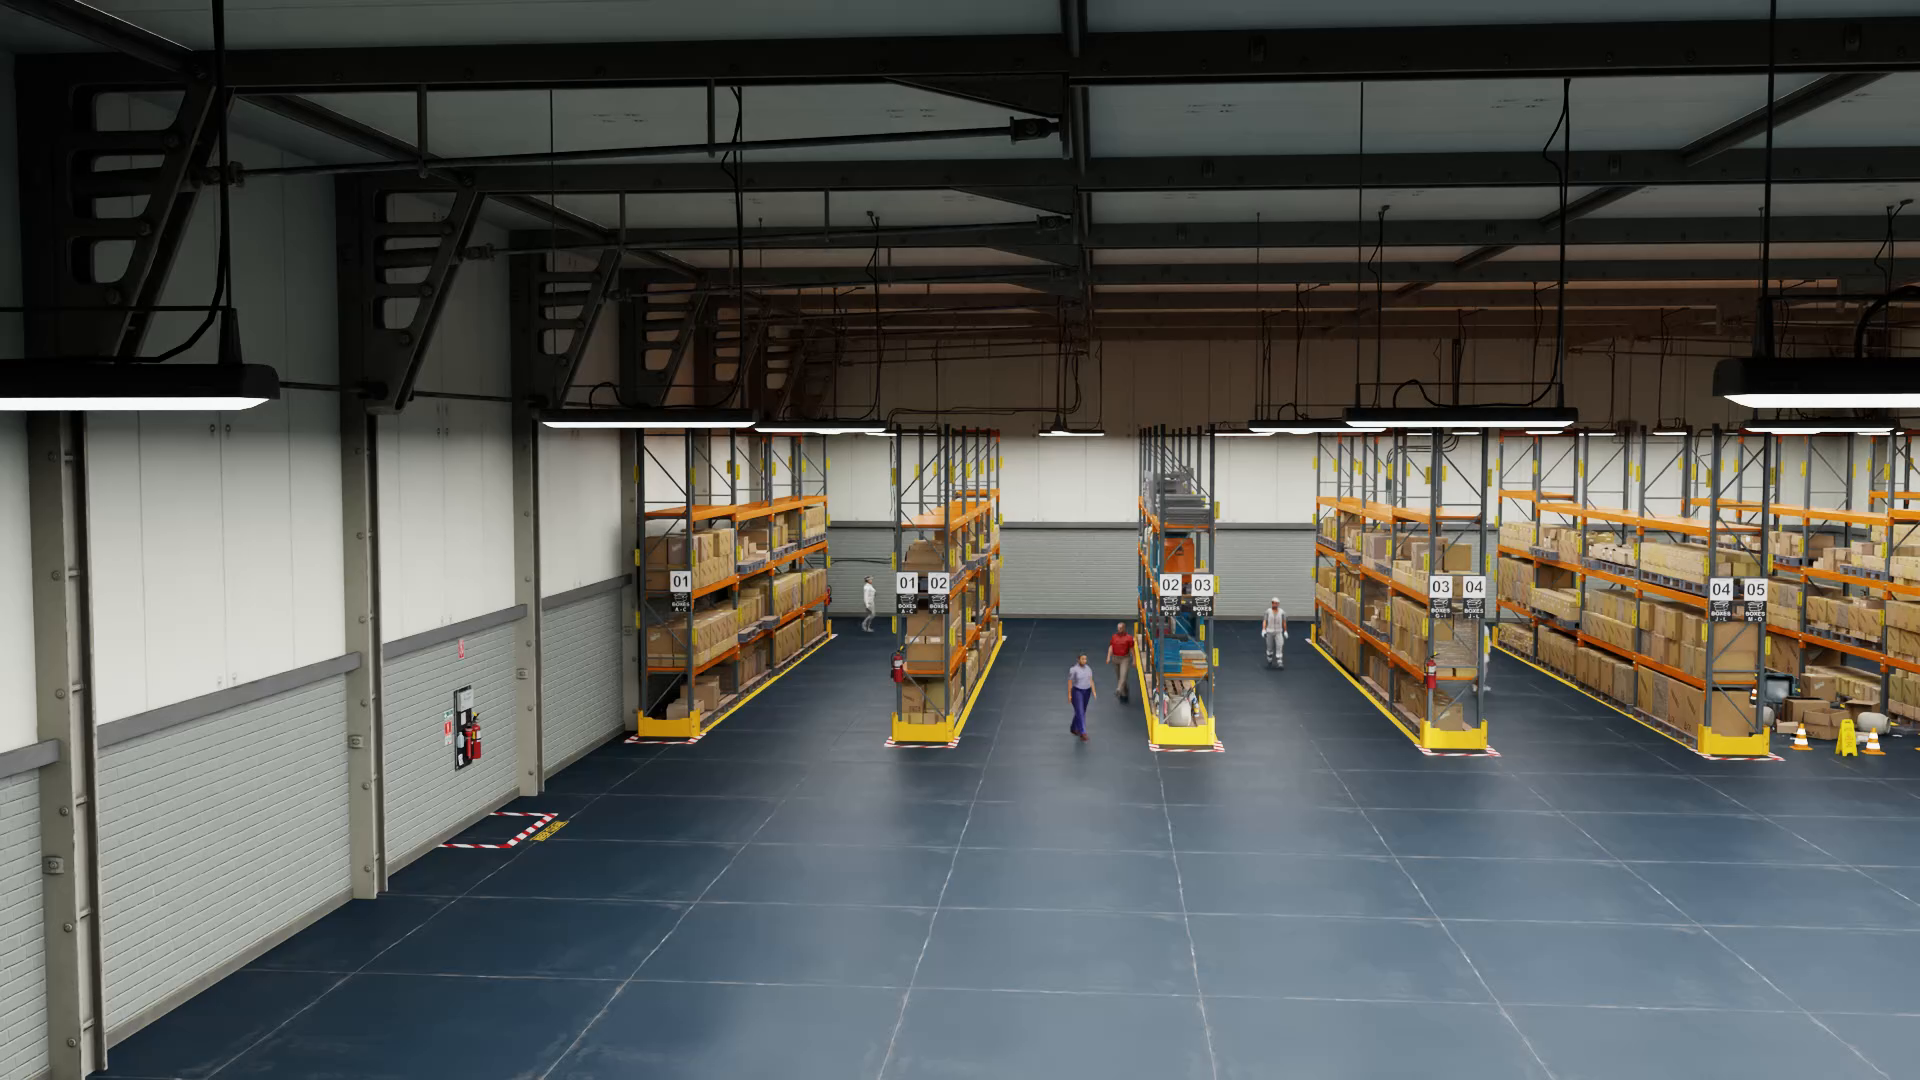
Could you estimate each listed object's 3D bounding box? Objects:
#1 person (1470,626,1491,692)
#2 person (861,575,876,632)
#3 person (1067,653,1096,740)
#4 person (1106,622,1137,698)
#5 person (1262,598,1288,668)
[{"bbox_3d":[11.689,2.550,37.629,0.619,1.776,0.608,1,4,11],"label":"person"},{"bbox_3d":[-2.699,1.872,49.204,0.443,1.683,0.504,0,3,0],"label":"person"},{"bbox_3d":[2.344,2.964,31.769,0.540,1.615,0.819,-3,4,-39],"label":"person"},{"bbox_3d":[3.492,2.647,36.498,0.586,1.664,1.068,3,4,37],"label":"person"},{"bbox_3d":[7.891,2.310,41.641,0.681,1.730,1.098,0,3,2],"label":"person"}]
